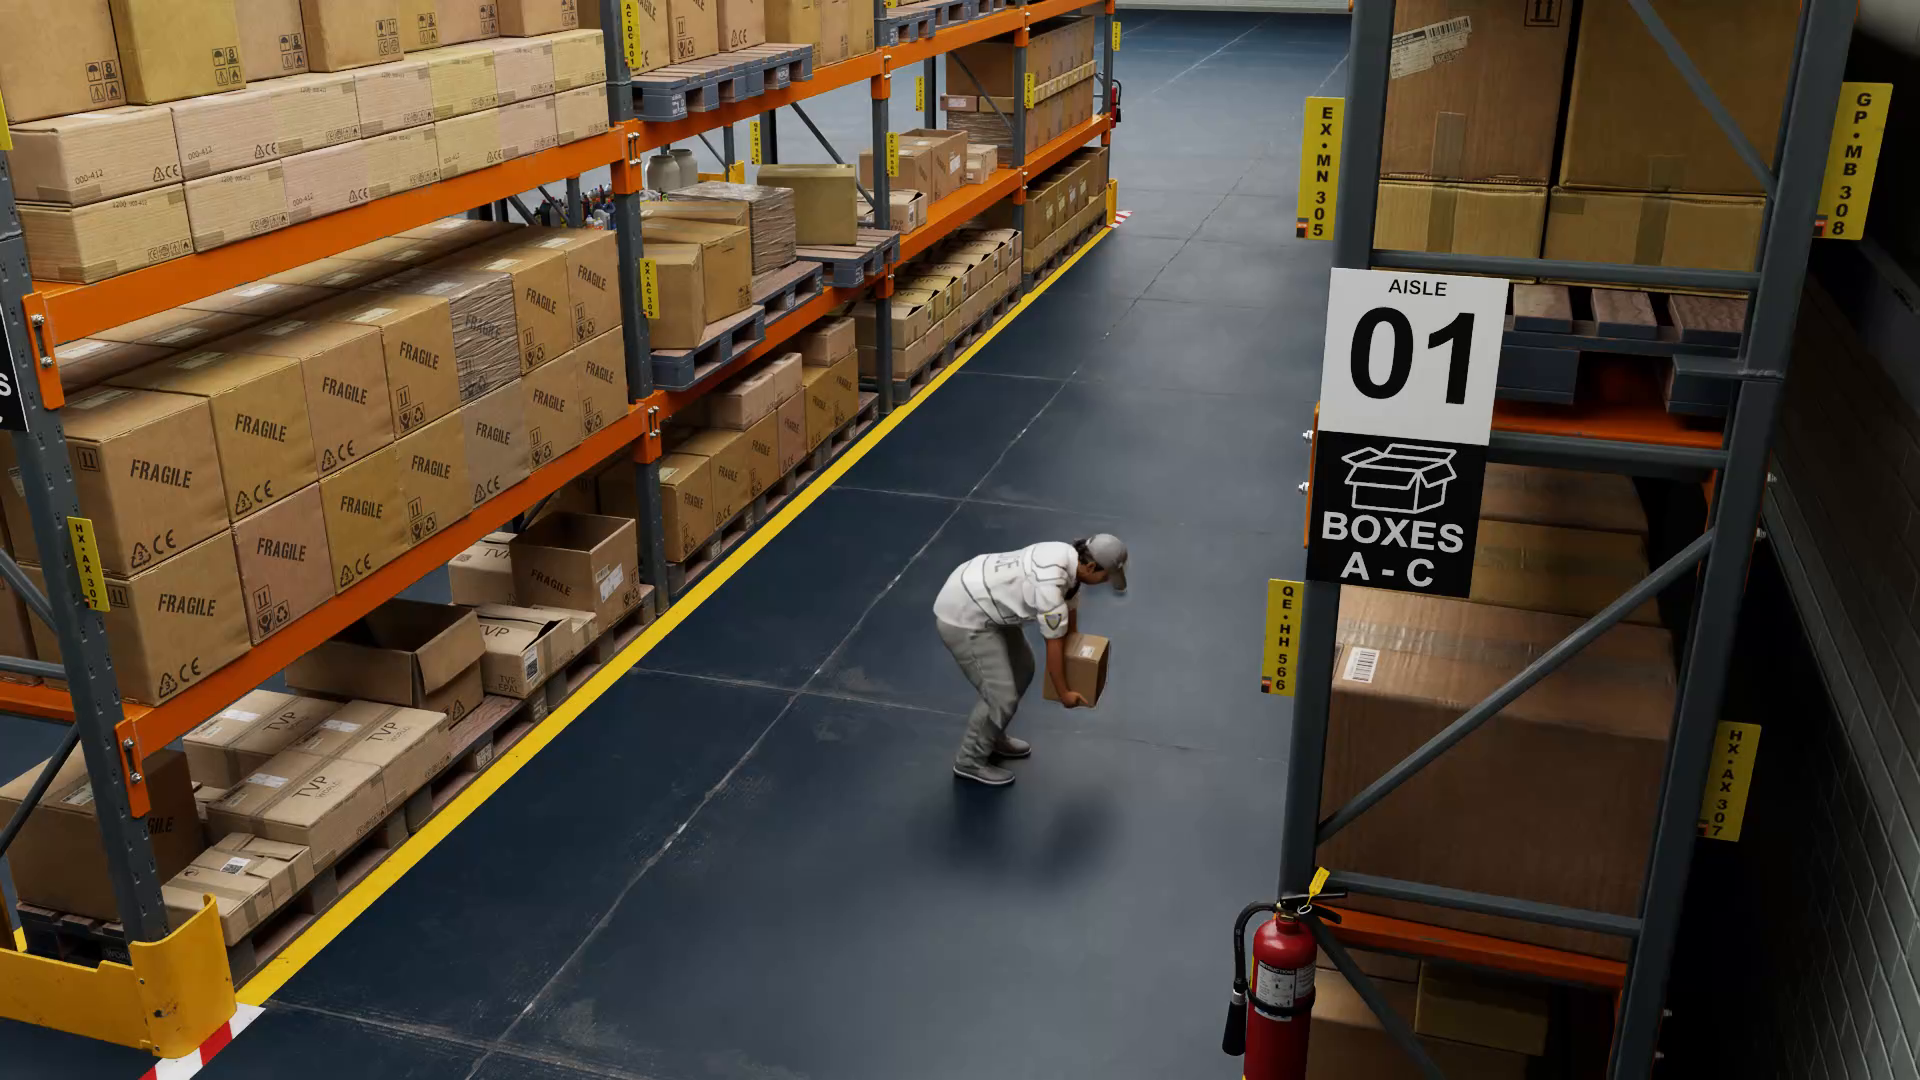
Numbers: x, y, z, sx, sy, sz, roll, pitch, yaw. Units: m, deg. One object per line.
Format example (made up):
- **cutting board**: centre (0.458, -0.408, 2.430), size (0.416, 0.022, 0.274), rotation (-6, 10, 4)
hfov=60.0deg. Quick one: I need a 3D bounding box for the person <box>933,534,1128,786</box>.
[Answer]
- **person**: centre (0.325, 0.532, 7.826), size (0.892, 1.256, 0.475), rotation (6, 23, 14)
